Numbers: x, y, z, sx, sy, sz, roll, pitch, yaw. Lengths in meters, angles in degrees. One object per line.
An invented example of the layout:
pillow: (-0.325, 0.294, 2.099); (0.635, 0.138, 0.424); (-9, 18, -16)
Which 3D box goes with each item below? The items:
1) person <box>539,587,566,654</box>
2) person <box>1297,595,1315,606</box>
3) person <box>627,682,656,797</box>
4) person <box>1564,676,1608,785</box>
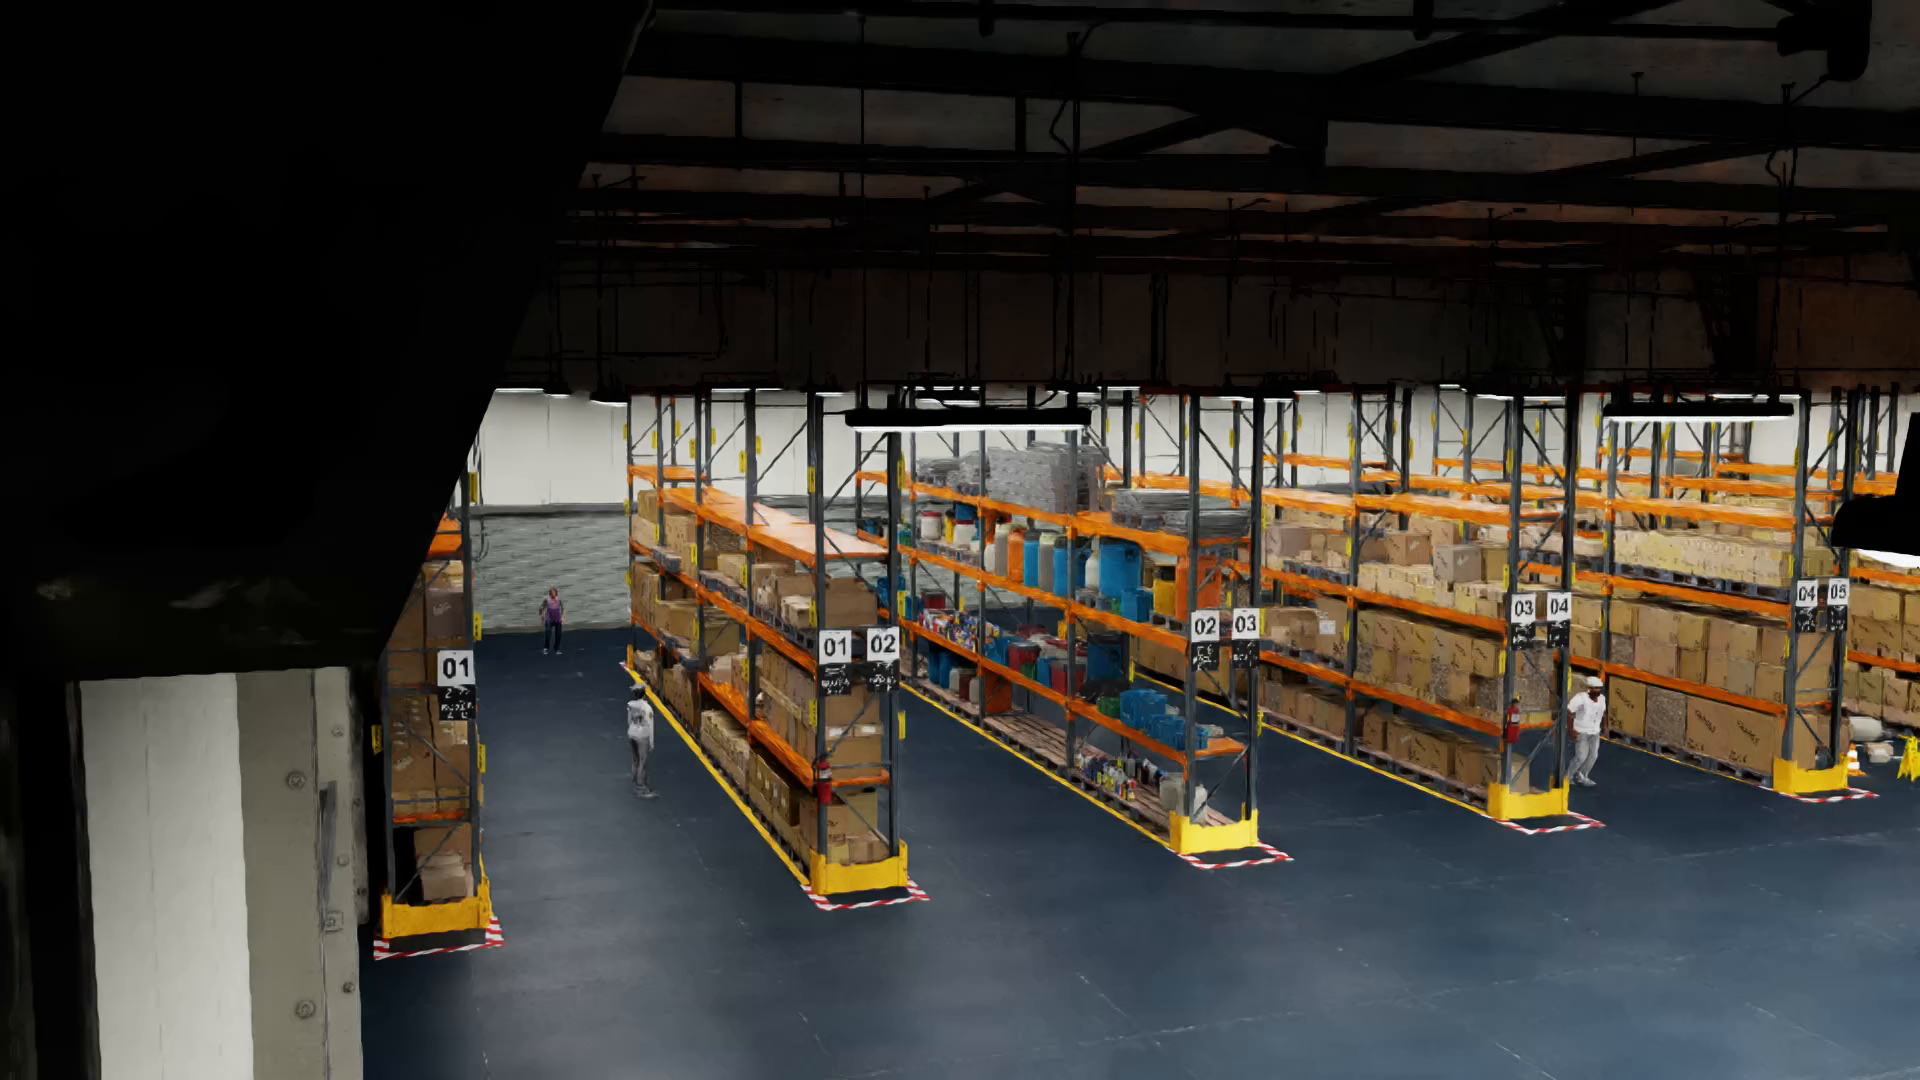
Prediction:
person: (-8.999, 1.781, 36.744); (0.566, 1.541, 0.519); (-2, 6, -22)
person: (9.192, 0.863, 44.502); (0.620, 1.766, 0.619); (2, 6, 16)
person: (-4.706, 2.941, 24.667); (0.532, 1.674, 0.409); (5, 8, 40)
person: (9.489, 2.891, 25.168); (0.719, 1.714, 0.578); (-2, 6, -20)
